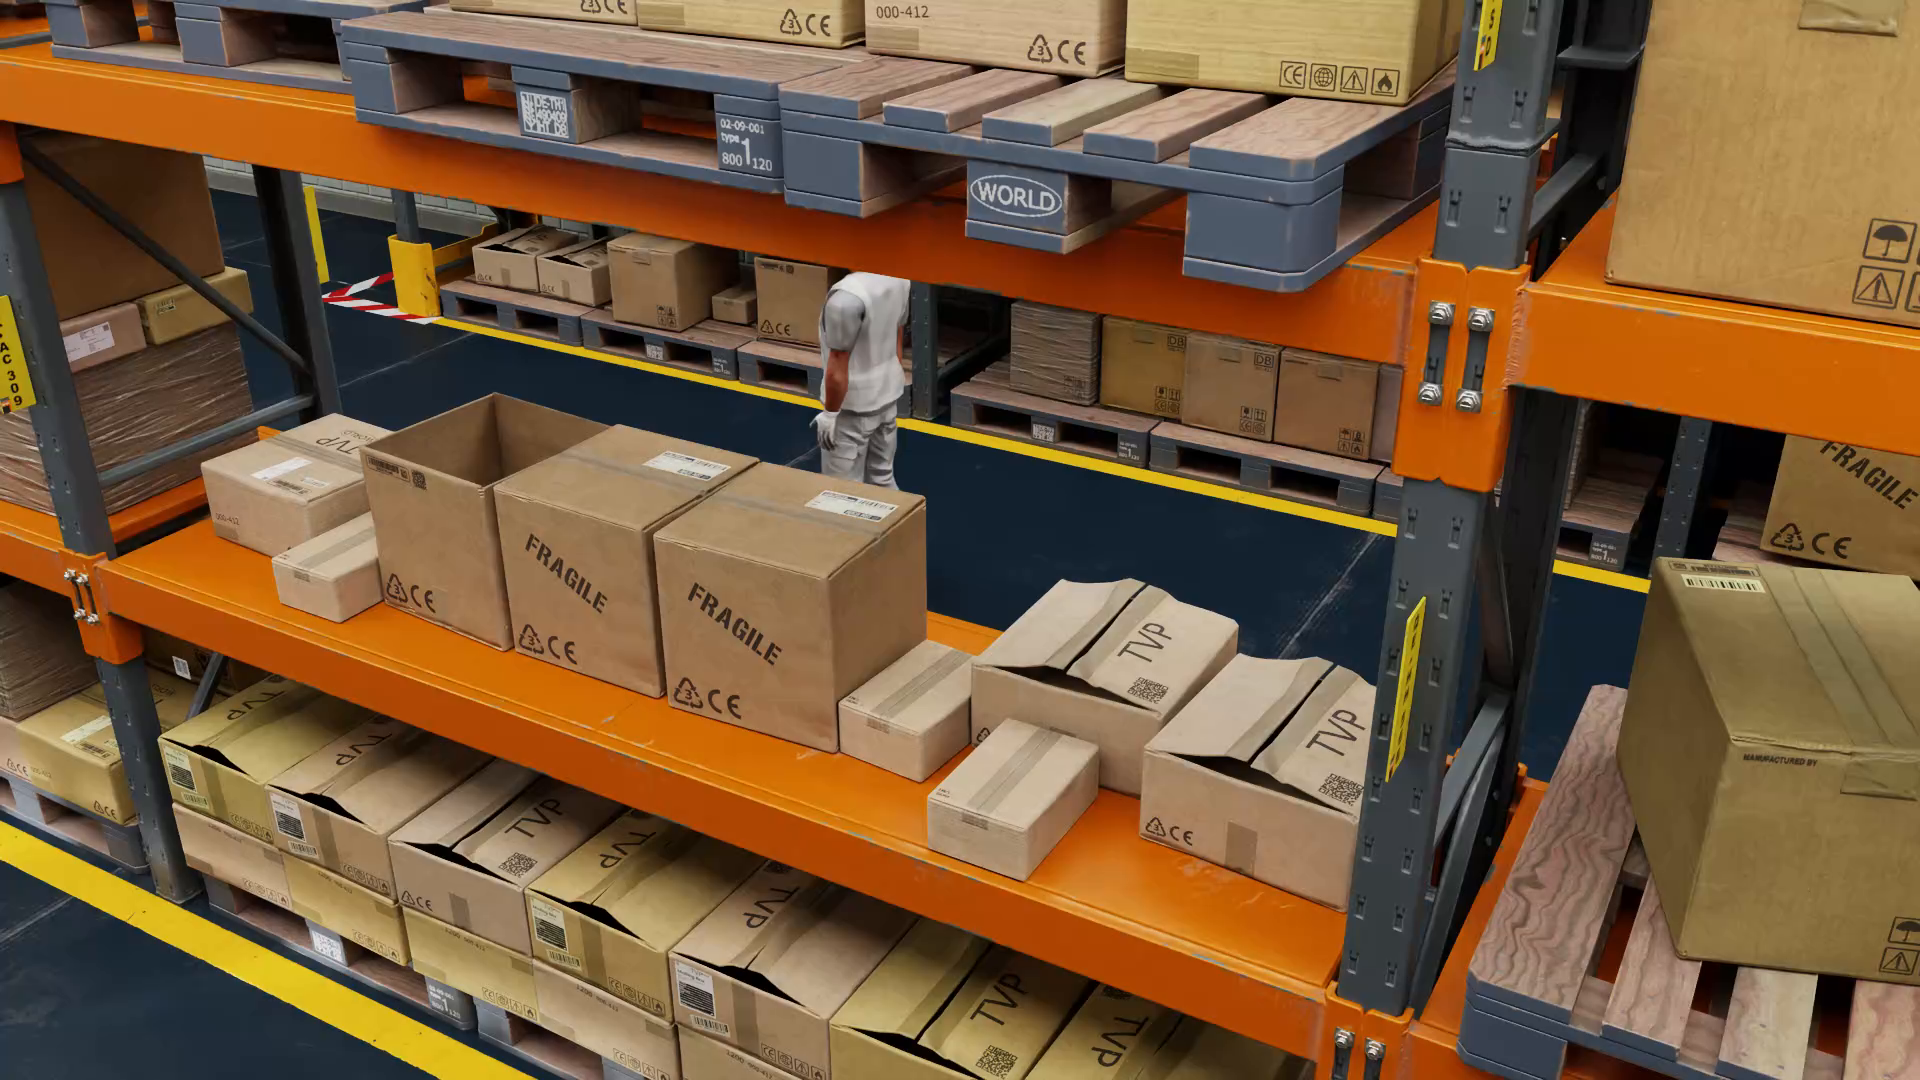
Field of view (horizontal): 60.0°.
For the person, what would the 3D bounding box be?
[{"bbox_3d":[-0.443,-0.603,7.311,0.358,1.788,0.524,15,30,27],"label":"person"}]
